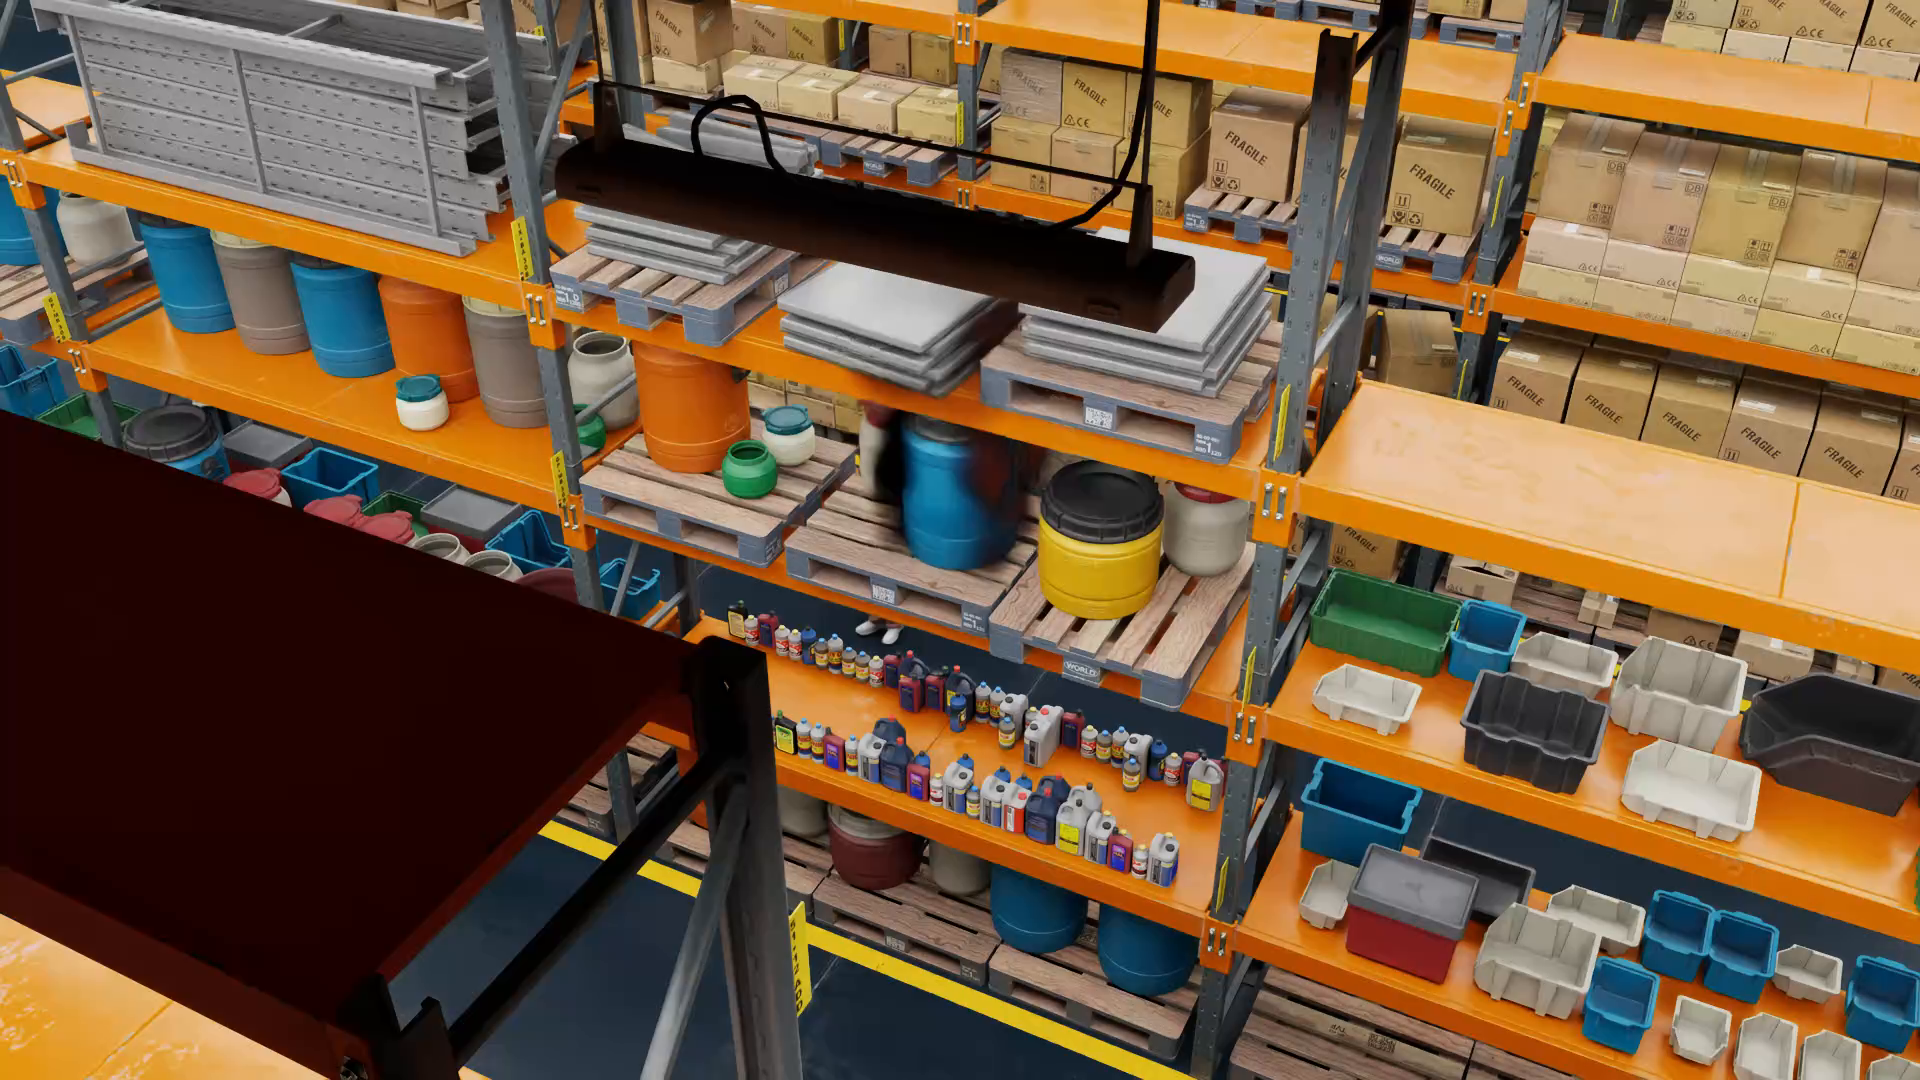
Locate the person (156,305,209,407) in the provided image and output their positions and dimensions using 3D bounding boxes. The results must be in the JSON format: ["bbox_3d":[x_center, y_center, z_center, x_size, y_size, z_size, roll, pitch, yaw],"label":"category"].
[{"bbox_3d":[-7.052,-1.916,15.178,0.522,1.698,0.386,7,36,10],"label":"person"}]

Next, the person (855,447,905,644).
[{"bbox_3d":[-0.609,0.016,12.372,0.505,1.671,0.335,24,41,30],"label":"person"}]
